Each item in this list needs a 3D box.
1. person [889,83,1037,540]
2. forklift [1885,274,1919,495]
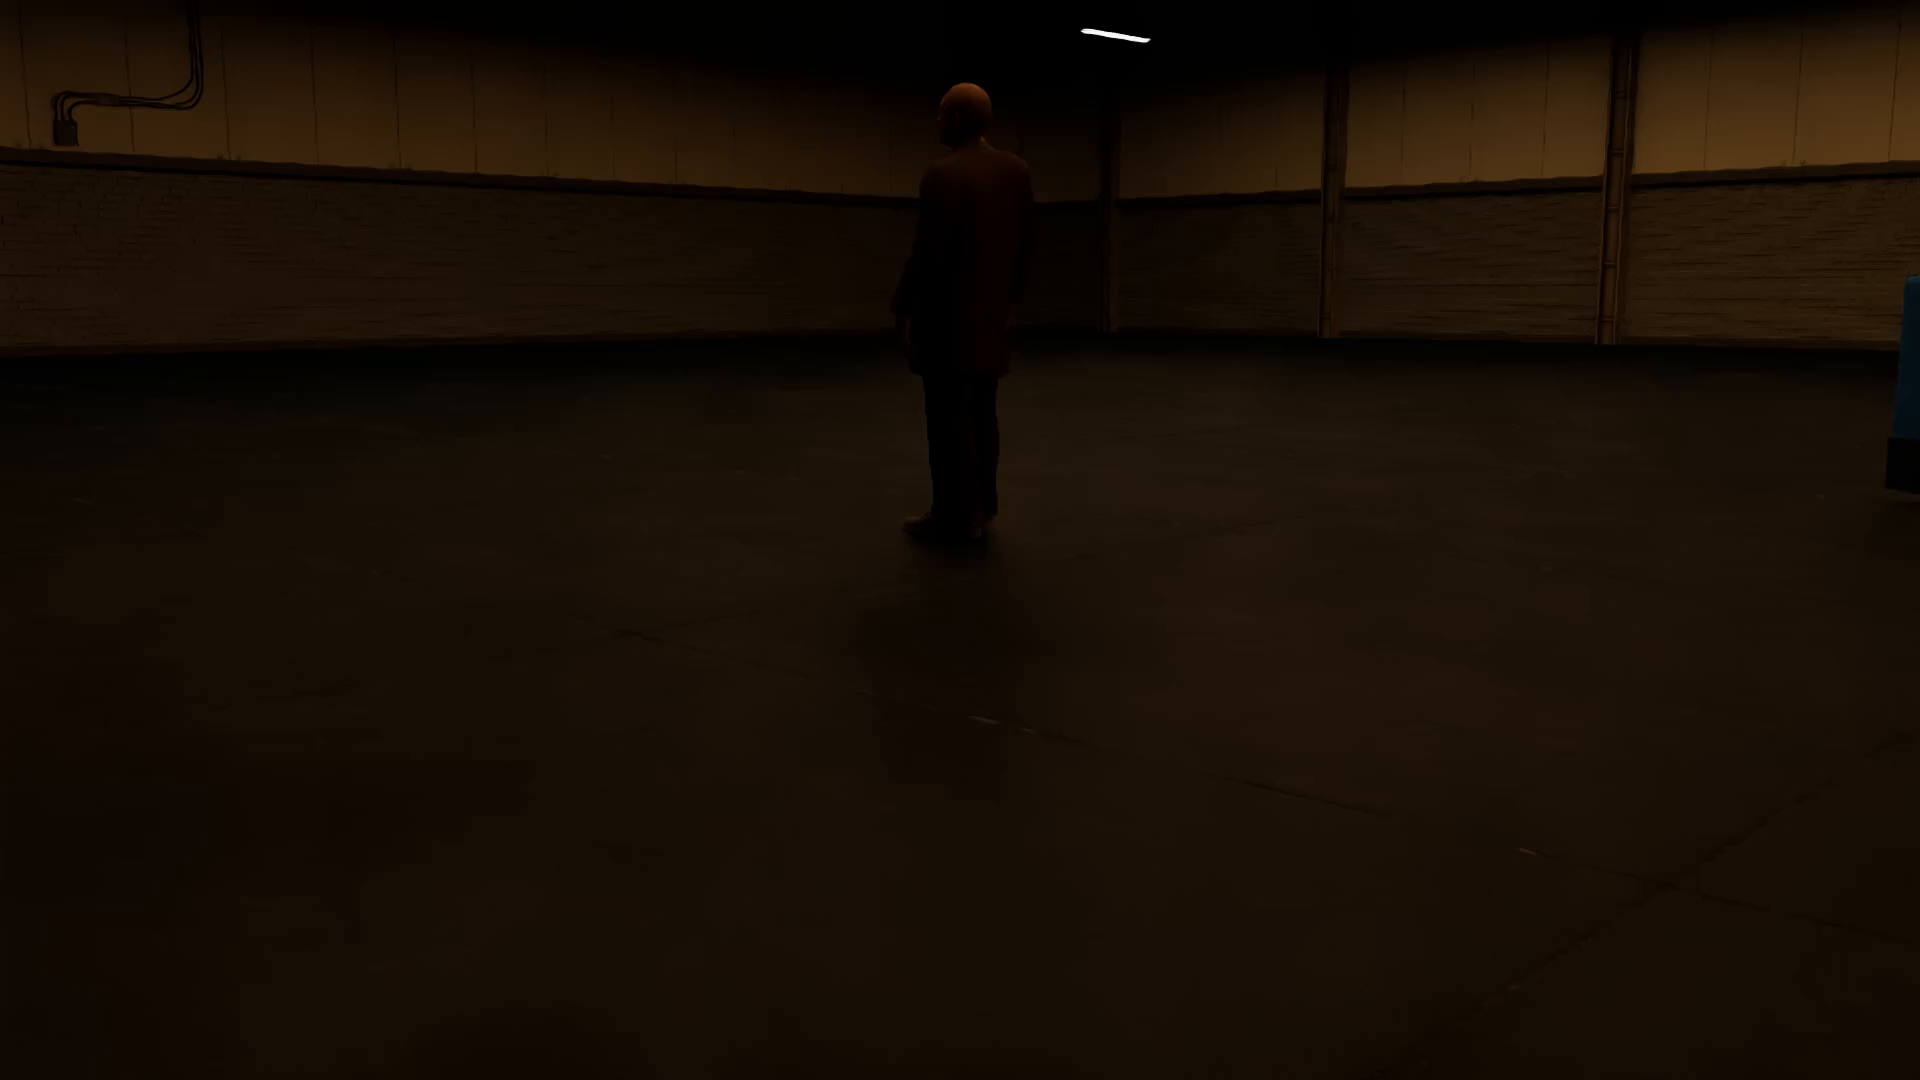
[{"bbox_3d":[-0.063,-0.896,6.650,0.580,1.776,0.694,8,12,43],"label":"person"},{"bbox_3d":[5.956,-1.597,7.479,3.031,2.935,1.130,-1,9,-9],"label":"forklift"}]
